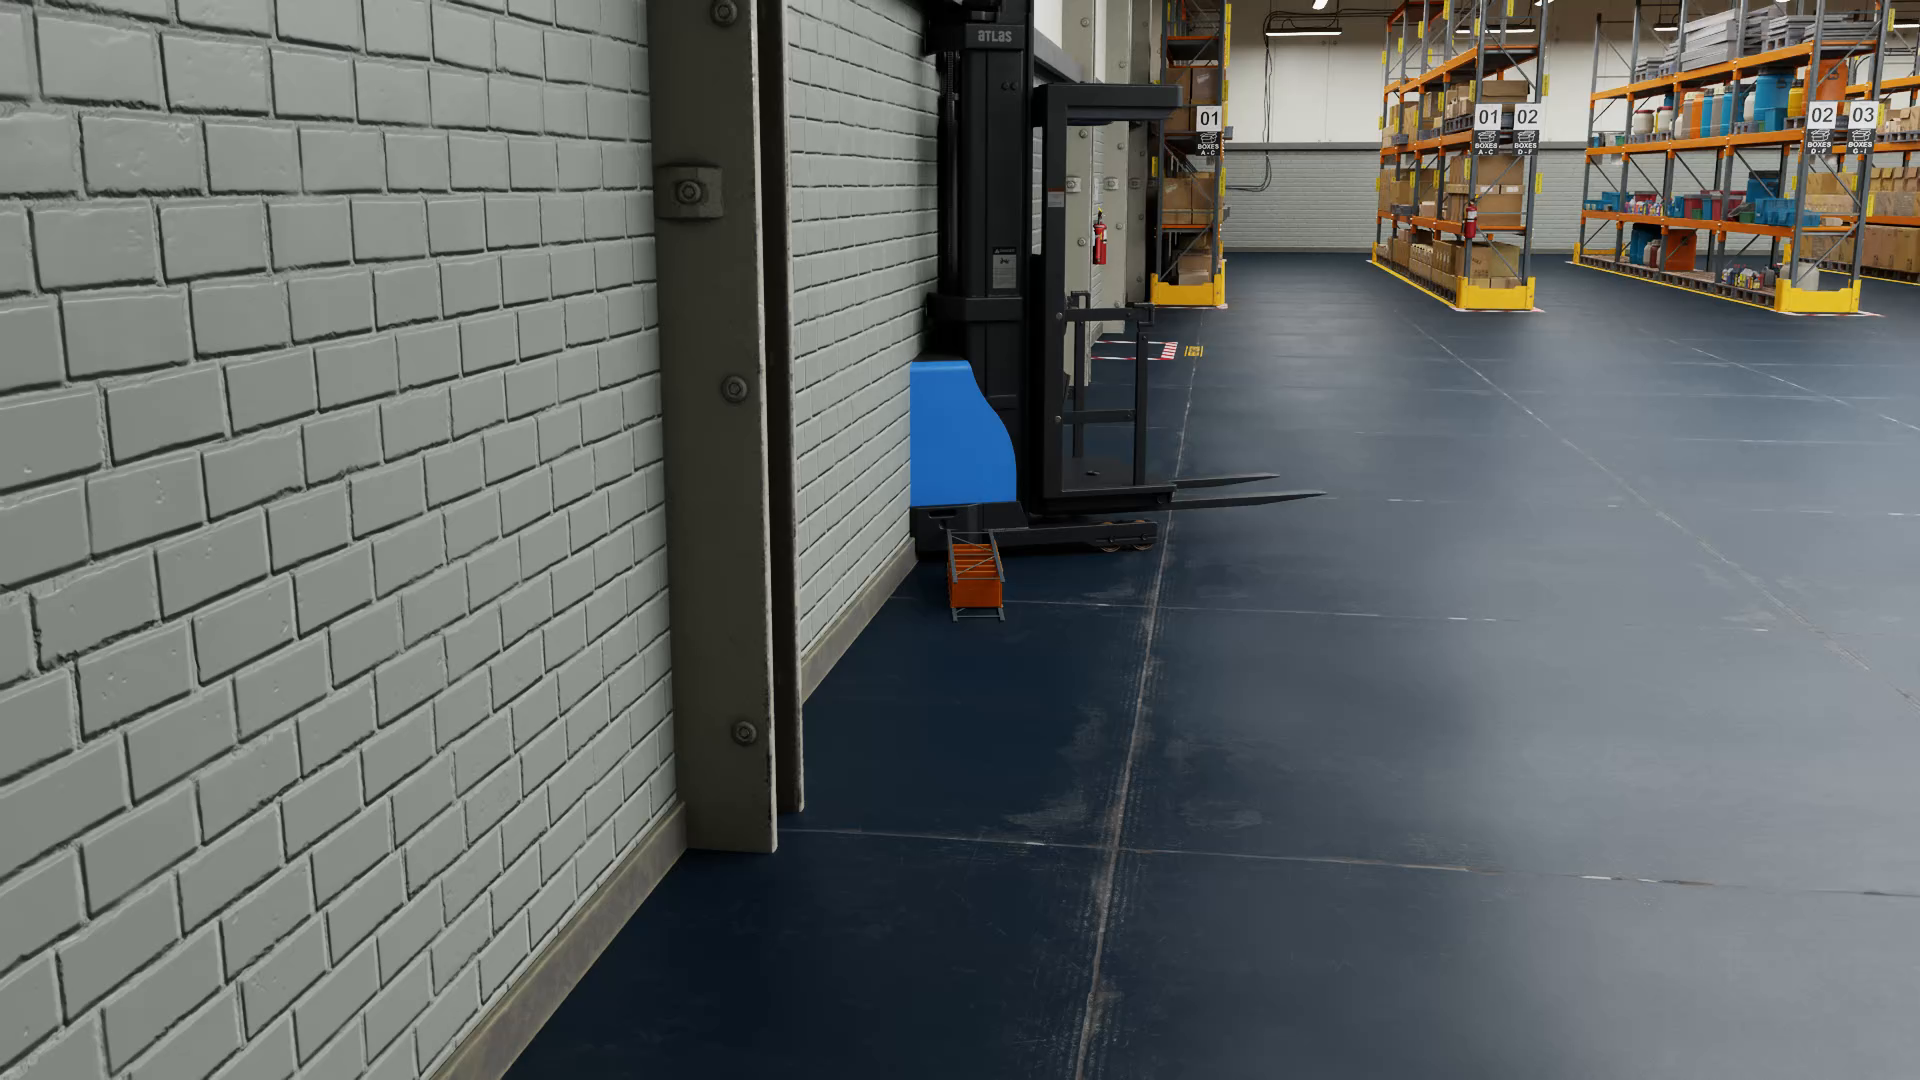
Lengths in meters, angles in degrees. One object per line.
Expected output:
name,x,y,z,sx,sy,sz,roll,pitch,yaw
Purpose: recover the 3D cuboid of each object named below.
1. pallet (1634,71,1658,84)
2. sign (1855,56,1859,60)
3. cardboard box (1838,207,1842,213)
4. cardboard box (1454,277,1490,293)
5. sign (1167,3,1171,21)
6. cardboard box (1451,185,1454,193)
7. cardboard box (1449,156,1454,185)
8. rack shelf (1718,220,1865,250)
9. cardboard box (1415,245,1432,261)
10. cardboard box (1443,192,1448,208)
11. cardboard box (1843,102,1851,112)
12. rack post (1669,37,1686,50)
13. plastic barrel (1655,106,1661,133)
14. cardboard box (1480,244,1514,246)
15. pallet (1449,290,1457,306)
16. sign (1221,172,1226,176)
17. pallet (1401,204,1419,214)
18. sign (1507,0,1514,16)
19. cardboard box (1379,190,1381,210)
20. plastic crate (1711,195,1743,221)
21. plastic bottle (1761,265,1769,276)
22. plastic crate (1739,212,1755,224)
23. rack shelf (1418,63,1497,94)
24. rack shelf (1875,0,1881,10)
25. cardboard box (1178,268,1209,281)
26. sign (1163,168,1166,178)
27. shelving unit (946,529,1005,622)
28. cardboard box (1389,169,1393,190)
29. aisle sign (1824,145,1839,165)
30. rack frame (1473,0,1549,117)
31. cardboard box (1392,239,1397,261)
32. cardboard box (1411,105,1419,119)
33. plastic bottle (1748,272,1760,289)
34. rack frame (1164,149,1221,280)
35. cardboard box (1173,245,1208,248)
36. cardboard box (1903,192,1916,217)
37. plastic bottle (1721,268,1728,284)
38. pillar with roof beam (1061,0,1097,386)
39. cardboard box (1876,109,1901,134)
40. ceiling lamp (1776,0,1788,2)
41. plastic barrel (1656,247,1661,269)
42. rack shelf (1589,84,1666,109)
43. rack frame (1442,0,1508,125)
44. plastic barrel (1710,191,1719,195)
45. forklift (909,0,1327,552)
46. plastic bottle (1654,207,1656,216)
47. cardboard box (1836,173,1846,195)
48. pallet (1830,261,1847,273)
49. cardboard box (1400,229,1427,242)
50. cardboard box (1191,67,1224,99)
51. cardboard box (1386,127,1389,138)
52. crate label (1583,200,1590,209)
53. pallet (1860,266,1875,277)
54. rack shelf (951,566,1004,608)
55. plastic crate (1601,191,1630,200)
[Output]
pallet,15.284,-10.029,36.068,1.003,0.211,1.213,2,12,9
sign,21.424,-11.637,39.727,0.100,0.325,0.005,2,12,9
cardboard box,20.077,-7.456,37.564,0.380,0.149,0.250,2,12,8
cardboard box,8.432,-4.203,27.407,0.500,0.250,0.500,2,12,9
sign,3.812,-9.697,30.535,0.100,0.325,0.005,2,12,9
cardboard box,8.909,-6.209,29.408,0.380,0.149,0.250,2,12,8
cardboard box,9.195,-6.644,29.886,0.700,0.500,0.500,2,12,9
rack shelf,13.843,-5.124,27.859,1.077,0.370,4.000,2,12,9
cardboard box,9.348,-5.706,33.050,0.500,0.311,0.500,2,12,7
cardboard box,9.472,-6.372,31.701,0.500,0.500,0.500,3,12,13
cardboard box,20.569,-9.946,38.151,0.500,0.250,0.500,1,12,7
rack post,14.789,-10.075,33.659,0.624,0.289,0.986,2,12,9
plastic barrel,15.441,-9.125,36.150,0.600,0.588,0.600,0,12,0
cardboard box,9.083,-4.762,28.219,0.500,0.500,0.500,2,12,9
pallet,8.718,-4.018,27.638,1.003,0.211,1.213,2,12,9
sign,5.514,-7.558,34.882,0.100,0.325,0.005,2,12,9
pallet,10.166,-7.197,36.226,1.003,0.211,1.213,2,12,9
sign,9.801,-9.497,29.609,0.100,0.325,0.005,2,12,9
cardboard box,10.773,-8.517,41.655,0.500,0.500,0.500,2,12,10
plastic crate,13.923,-6.034,30.222,0.402,0.464,0.583,2,12,9
plastic bottle,14.194,-4.674,29.304,0.144,0.351,0.185,2,12,9
plastic crate,13.663,-5.515,28.468,0.450,0.188,0.662,2,12,9
rack shelf,9.564,-8.855,31.881,1.077,0.370,4.000,2,12,9
rack shelf,19.967,-11.187,33.859,1.077,0.370,4.000,2,12,9
cardboard box,4.029,-4.541,28.783,0.500,0.311,0.500,3,13,13
sign,3.812,-6.797,31.162,0.100,0.325,0.005,2,12,9
shelving unit,0.069,0.160,8.289,0.258,0.189,1.200,0,12,-2
cardboard box,10.385,-8.477,39.097,0.500,0.500,0.500,2,12,8
aisle sign,21.198,-9.506,40.312,0.394,0.787,0.004,2,12,9
rack frame,8.641,-8.154,25.967,1.000,3.000,0.127,2,12,9
cardboard box,10.172,-6.619,37.977,0.500,0.500,0.500,1,12,6
cardboard box,10.134,-9.108,36.045,0.600,0.600,0.600,1,12,6
plastic bottle,13.450,-4.391,28.171,0.152,0.276,0.135,2,12,9
rack frame,4.361,-6.213,31.204,1.000,3.000,0.127,2,12,9
cardboard box,4.723,-5.784,34.102,0.700,0.500,0.500,2,12,9
cardboard box,19.573,-6.828,33.818,0.500,0.500,0.500,2,12,8
plastic bottle,13.668,-4.722,29.714,0.097,0.271,0.097,0,12,0
pillar with roof beam,5.407,-5.850,15.276,9.100,9.000,0.400,2,12,9
cardboard box,20.196,-8.997,35.765,0.700,0.500,0.500,2,12,10
ceiling lamp,18.018,-13.079,34.968,0.800,3.185,2.000,2,12,9
plastic barrel,14.823,-5.937,34.830,0.421,0.512,0.421,0,12,0
rack shelf,15.688,-10.360,38.860,1.077,0.370,4.000,2,12,9
rack frame,9.257,-8.986,29.831,1.000,3.000,0.127,2,12,9
plastic barrel,14.819,-6.559,32.541,0.421,0.512,0.421,0,12,0
forklift,0.599,-1.469,9.352,3.031,2.935,1.130,-3,13,-16
plastic bottle,14.523,-6.858,34.668,0.097,0.201,0.097,0,12,0
cardboard box,20.163,-8.044,37.571,0.500,0.500,0.500,2,12,9
pallet,20.469,-6.190,37.714,1.003,0.211,1.213,2,12,9
cardboard box,9.941,-6.673,36.447,0.500,0.250,0.500,2,12,8
cardboard box,4.045,-7.467,27.242,0.500,0.500,0.500,1,12,5
cardboard box,10.612,-9.882,40.278,0.500,0.250,0.500,2,12,9
crate label,15.633,-8.297,41.128,0.416,0.233,0.303,2,12,9
pallet,20.231,-5.871,36.235,1.003,0.211,1.213,2,12,9
rack shelf,0.079,0.227,7.981,0.258,0.180,0.103,0,12,-2
plastic crate,16.129,-8.361,40.944,0.616,0.435,0.499,2,12,9
